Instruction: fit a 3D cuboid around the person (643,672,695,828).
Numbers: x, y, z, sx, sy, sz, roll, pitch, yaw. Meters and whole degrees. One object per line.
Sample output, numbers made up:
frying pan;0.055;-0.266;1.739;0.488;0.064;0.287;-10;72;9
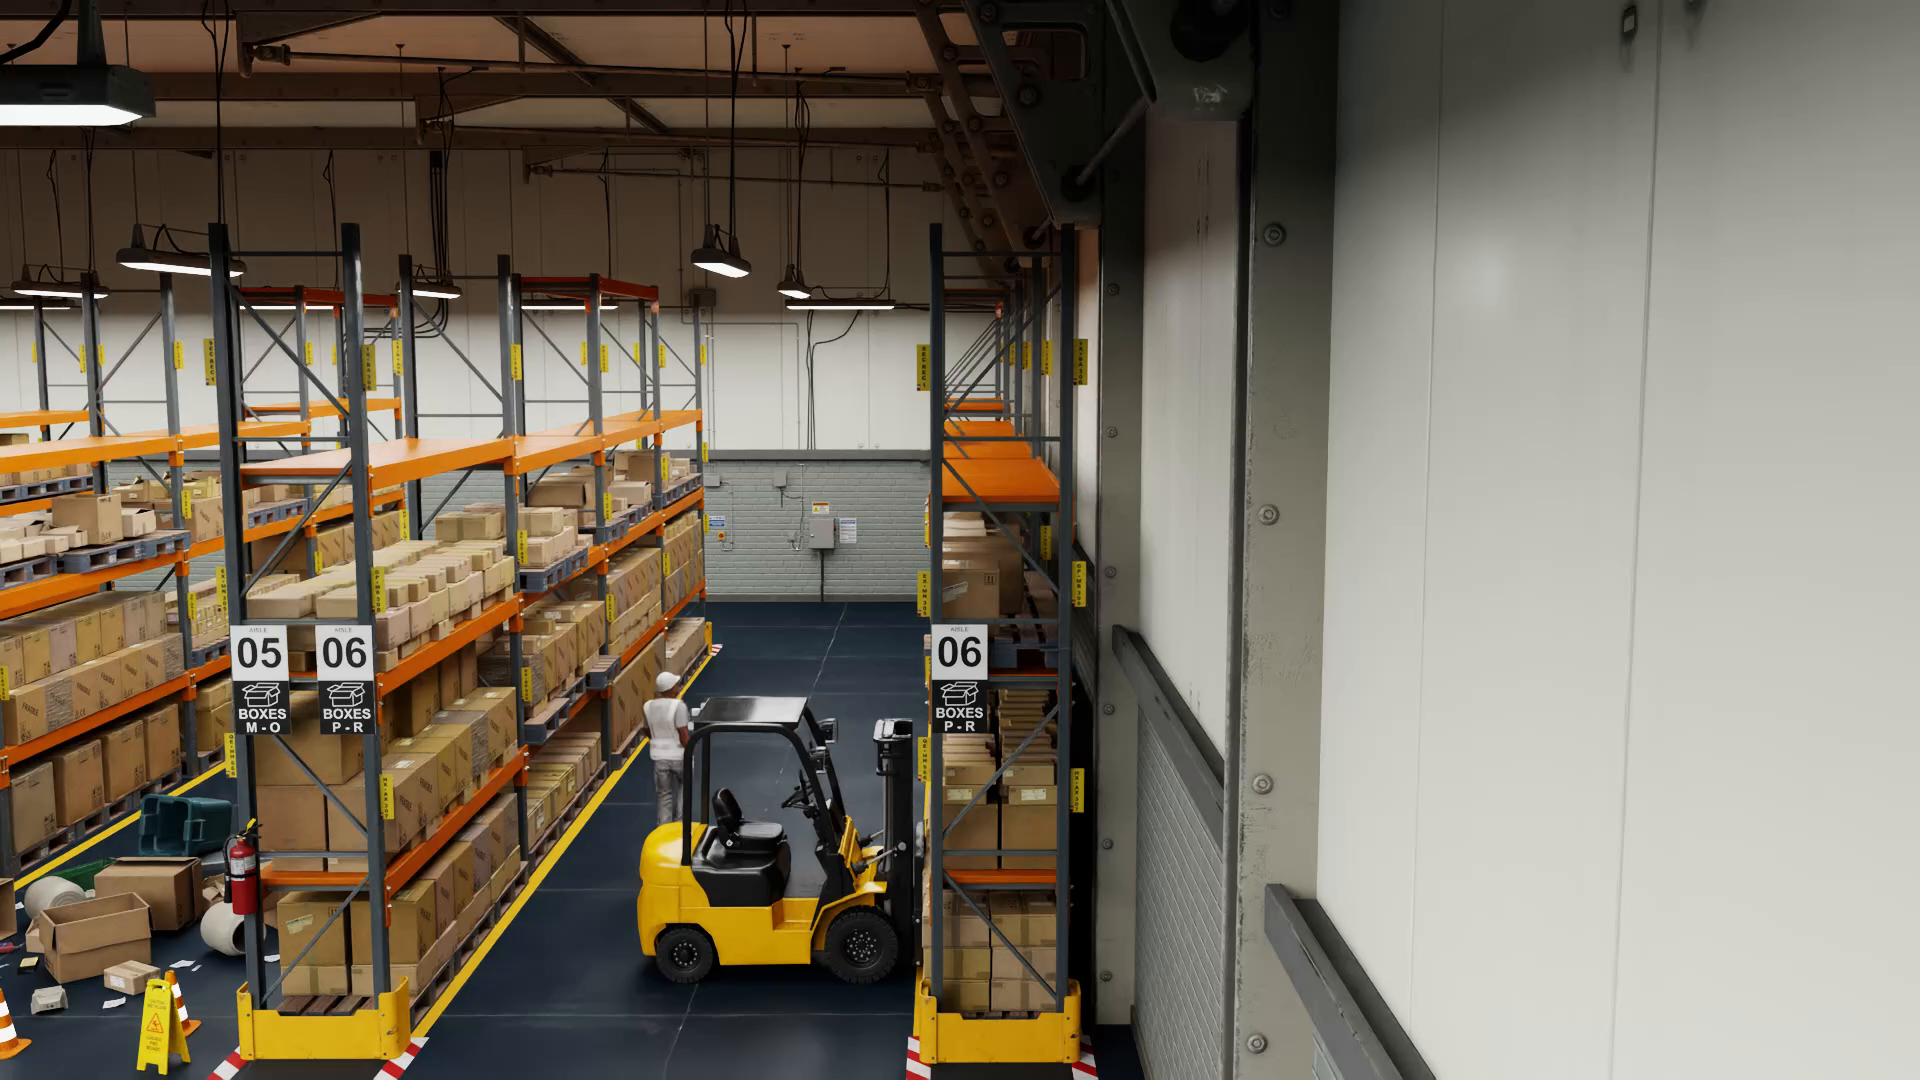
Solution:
person;-2.950;2.224;16.932;0.562;1.802;0.775;0;7;-2
